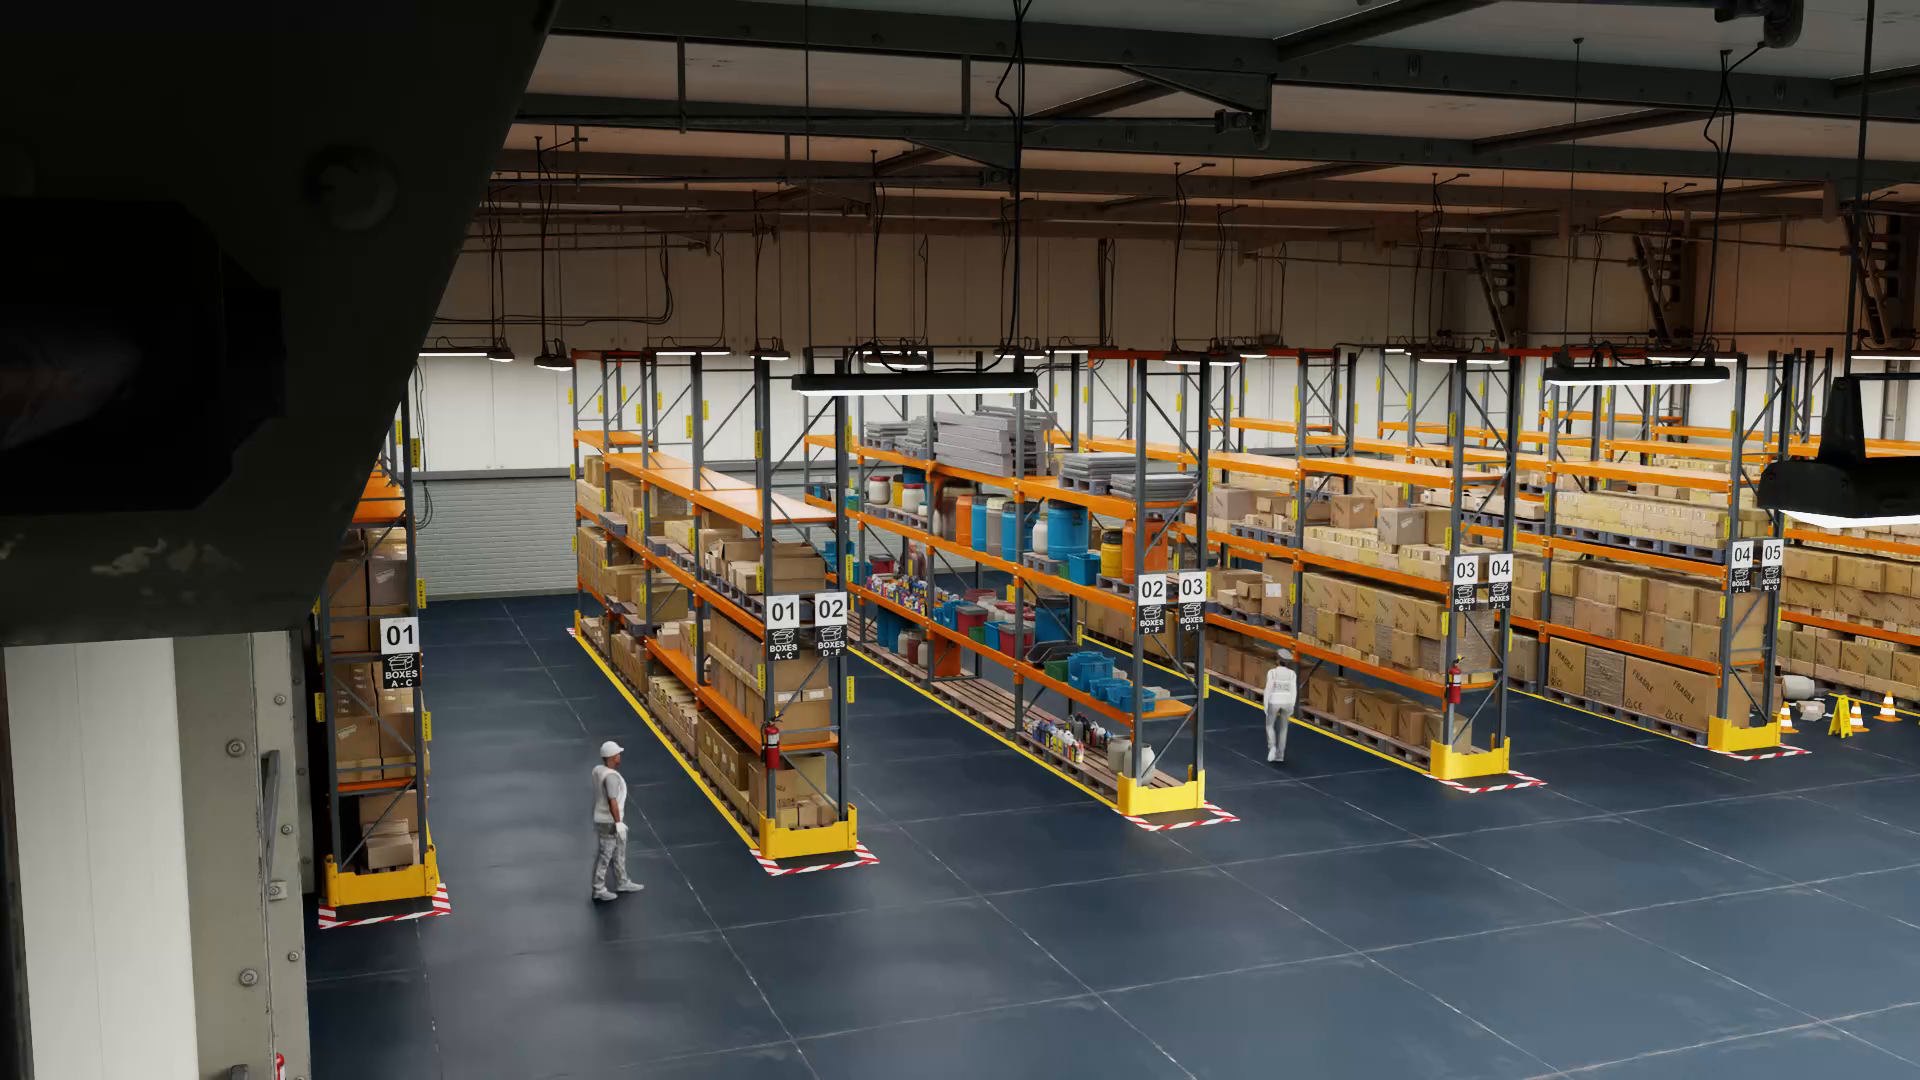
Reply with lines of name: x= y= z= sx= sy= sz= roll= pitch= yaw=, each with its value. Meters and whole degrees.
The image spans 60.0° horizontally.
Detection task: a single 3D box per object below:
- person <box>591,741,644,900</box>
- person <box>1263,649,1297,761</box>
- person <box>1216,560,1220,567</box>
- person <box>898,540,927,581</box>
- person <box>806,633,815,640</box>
person: x=-3.865 y=3.141 z=18.688 sx=0.579 sy=1.791 sz=0.617 roll=-1 pitch=7 yaw=-11
person: x=4.714 y=2.444 z=24.489 sx=0.481 sy=1.684 sz=0.497 roll=2 pitch=7 yaw=12
person: x=5.317 y=1.265 z=33.776 sx=0.530 sy=1.725 sz=1.128 roll=-3 pitch=8 yaw=-19
person: x=-1.011 y=0.869 z=36.959 sx=0.607 sy=1.727 sz=1.129 roll=-4 pitch=8 yaw=-28
person: x=-3.124 y=1.396 z=32.939 sx=0.658 sy=1.664 sz=0.958 roll=0 pitch=7 yaw=3
